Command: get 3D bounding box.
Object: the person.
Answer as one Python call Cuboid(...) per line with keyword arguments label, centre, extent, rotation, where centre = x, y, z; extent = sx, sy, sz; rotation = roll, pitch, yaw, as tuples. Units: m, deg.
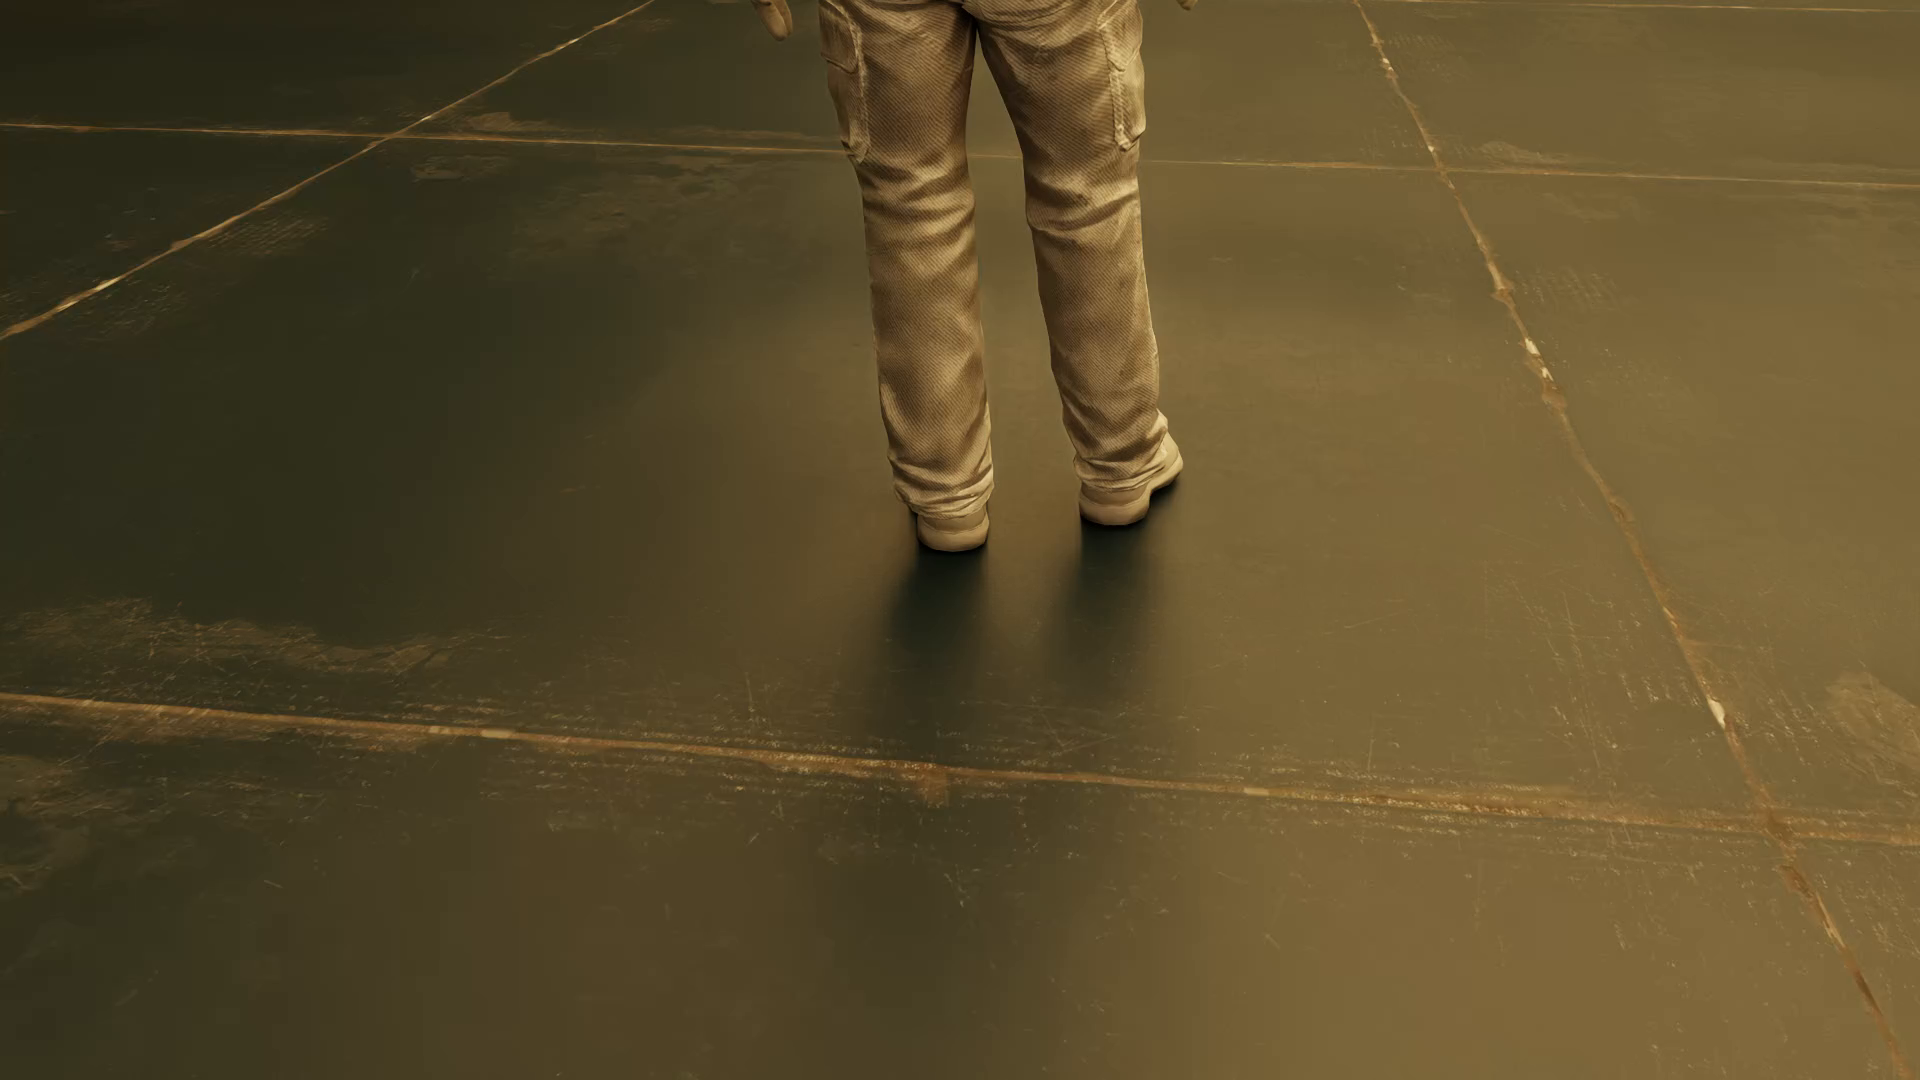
Cuboid(label="person", centre=(0.018, -0.836, 2.161), extent=(0.656, 1.782, 0.577), rotation=(3, 27, 7))
